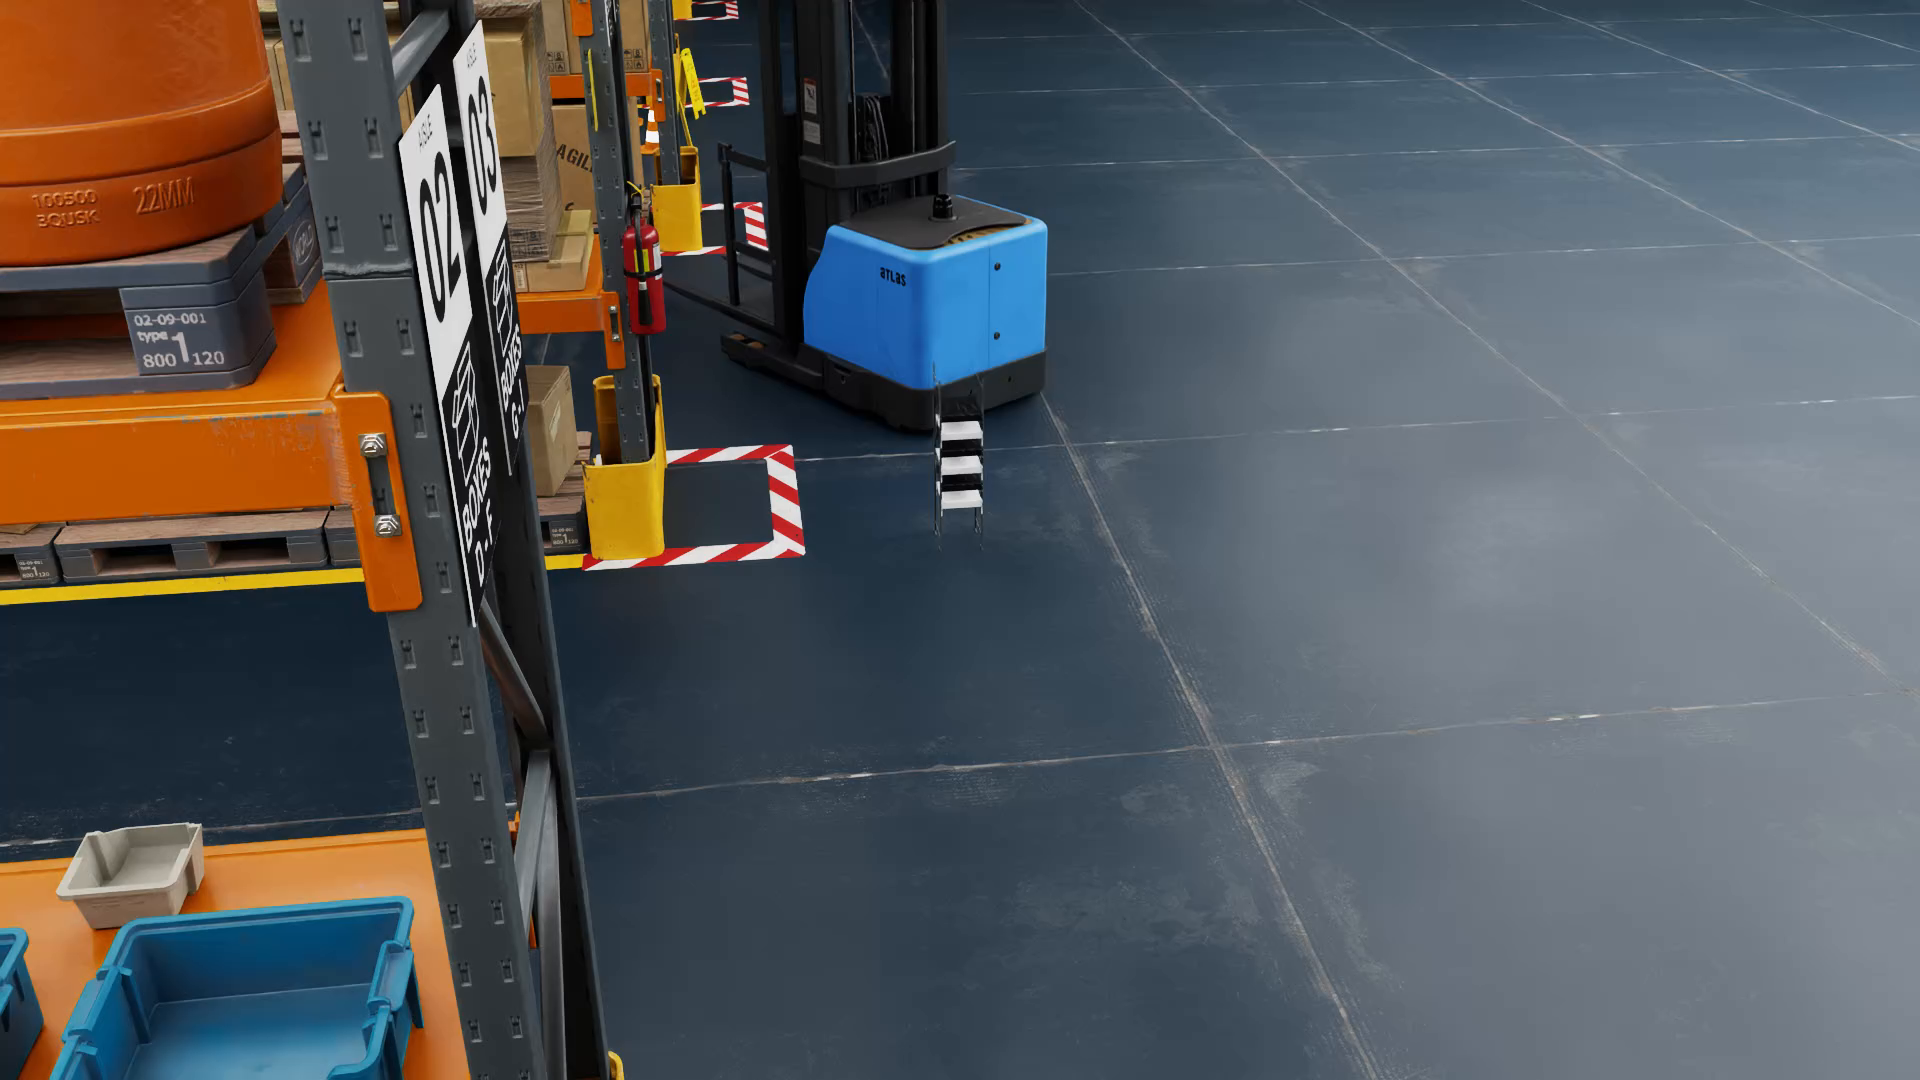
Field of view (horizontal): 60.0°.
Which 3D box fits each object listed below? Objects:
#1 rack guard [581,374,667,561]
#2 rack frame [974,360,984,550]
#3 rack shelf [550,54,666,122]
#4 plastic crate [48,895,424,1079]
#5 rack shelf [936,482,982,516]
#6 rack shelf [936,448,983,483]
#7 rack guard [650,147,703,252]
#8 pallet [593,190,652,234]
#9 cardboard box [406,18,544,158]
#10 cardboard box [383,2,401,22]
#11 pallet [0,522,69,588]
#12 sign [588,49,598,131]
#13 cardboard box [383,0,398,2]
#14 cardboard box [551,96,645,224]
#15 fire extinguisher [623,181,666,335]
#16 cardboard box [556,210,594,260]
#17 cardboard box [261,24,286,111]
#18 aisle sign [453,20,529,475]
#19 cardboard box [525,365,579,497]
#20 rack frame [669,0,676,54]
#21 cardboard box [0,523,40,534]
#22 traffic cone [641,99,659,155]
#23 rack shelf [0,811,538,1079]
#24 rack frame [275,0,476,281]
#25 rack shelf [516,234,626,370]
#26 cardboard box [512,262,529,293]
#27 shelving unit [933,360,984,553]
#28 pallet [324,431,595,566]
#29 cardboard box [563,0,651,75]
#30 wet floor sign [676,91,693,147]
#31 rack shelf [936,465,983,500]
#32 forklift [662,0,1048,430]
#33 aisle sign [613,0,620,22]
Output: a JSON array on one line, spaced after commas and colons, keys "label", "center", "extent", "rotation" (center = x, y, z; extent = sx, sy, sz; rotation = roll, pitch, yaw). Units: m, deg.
[{"label": "rack guard", "center": [-1.695, -0.393, 8.469], "extent": [0.348, 0.500, 1.175], "rotation": [-4, 27, -7]}, {"label": "rack frame", "center": [0.093, -0.406, 8.056], "extent": [0.006, 0.900, 0.240], "rotation": [-4, 27, -7]}, {"label": "rack shelf", "center": [-4.191, -3.312, 12.206], "extent": [4.000, 0.370, 1.077], "rotation": [-4, 27, -7]}, {"label": "plastic crate", "center": [-1.383, 0.962, 3.252], "extent": [0.616, 0.251, 0.499], "rotation": [-4, 27, -7]}, {"label": "rack shelf", "center": [-0.008, -0.210, 8.141], "extent": [0.200, 0.077, 0.258], "rotation": [-4, 27, -7]}, {"label": "rack shelf", "center": [-0.008, -0.370, 8.059], "extent": [0.200, 0.077, 0.258], "rotation": [-4, 27, -7]}, {"label": "rack guard", "center": [-2.187, -2.648, 12.863], "extent": [0.348, 0.500, 1.175], "rotation": [-4, 27, -7]}, {"label": "pallet", "center": [-2.991, -2.432, 12.758], "extent": [1.213, 0.211, 1.003], "rotation": [-4, 27, -7]}, {"label": "cardboard box", "center": [-2.130, -1.985, 7.302], "extent": [0.500, 0.500, 0.500], "rotation": [-4, 27, -7]}, {"label": "cardboard box", "center": [-2.698, -2.191, 7.705], "extent": [0.500, 0.500, 0.500], "rotation": [-4, 27, -7]}, {"label": "pallet", "center": [-4.920, -0.074, 8.163], "extent": [1.213, 0.211, 1.003], "rotation": [-4, 27, -7]}, {"label": "sign", "center": [-1.562, -1.914, 7.079], "extent": [0.005, 0.325, 0.100], "rotation": [-4, 27, -7]}, {"label": "cardboard box", "center": [-4.204, -3.705, 12.021], "extent": [0.500, 0.550, 0.875], "rotation": [-4, 27, -7]}, {"label": "cardboard box", "center": [-2.873, -2.927, 12.537], "extent": [0.875, 0.875, 0.875], "rotation": [-4, 27, -7]}, {"label": "fire extinguisher", "center": [-1.442, -1.275, 7.533], "extent": [0.183, 0.674, 0.296], "rotation": [-4, 27, -7]}, {"label": "cardboard box", "center": [-1.935, -1.488, 8.139], "extent": [0.250, 0.149, 0.380], "rotation": [-4, 27, -7]}, {"label": "cardboard box", "center": [-3.119, -1.920, 7.176], "extent": [0.500, 0.500, 0.500], "rotation": [-4, 27, -7]}, {"label": "aisle sign", "center": [-0.899, -0.565, 3.217], "extent": [0.004, 0.787, 0.394], "rotation": [-4, 27, -7]}, {"label": "cardboard box", "center": [-2.240, -0.553, 8.320], "extent": [0.500, 0.500, 0.500], "rotation": [1, 27, 2]}, {"label": "rack frame", "center": [-3.000, -5.990, 16.638], "extent": [0.127, 3.000, 1.000], "rotation": [-4, 27, -7]}, {"label": "cardboard box", "center": [-4.613, -0.378, 7.978], "extent": [0.500, 0.500, 0.500], "rotation": [5, 28, 9]}, {"label": "traffic cone", "center": [-2.755, -3.771, 15.092], "extent": [0.334, 0.463, 0.336], "rotation": [-4, 27, -7]}, {"label": "rack shelf", "center": [-2.910, 1.176, 3.460], "extent": [4.000, 0.370, 1.077], "rotation": [-4, 27, -7]}, {"label": "rack frame", "center": [-0.929, -1.940, 2.174], "extent": [0.127, 3.000, 1.000], "rotation": [-4, 27, -7]}, {"label": "rack shelf", "center": [-3.600, -1.063, 7.824], "extent": [4.000, 0.370, 1.077], "rotation": [-4, 27, -7]}, {"label": "cardboard box", "center": [-2.121, -1.271, 7.717], "extent": [0.250, 0.149, 0.380], "rotation": [-4, 27, -7]}, {"label": "shelving unit", "center": [-0.008, -0.400, 8.044], "extent": [0.210, 0.900, 0.258], "rotation": [-4, 27, -7]}, {"label": "pallet", "center": [-2.504, -0.229, 8.465], "extent": [1.213, 0.211, 1.003], "rotation": [-4, 27, -7]}, {"label": "cardboard box", "center": [-2.572, -3.781, 12.170], "extent": [0.550, 0.550, 0.875], "rotation": [-4, 27, -7]}, {"label": "wet floor sign", "center": [-2.458, -3.608, 14.575], "extent": [0.232, 0.644, 0.267], "rotation": [-8, 28, -16]}, {"label": "rack shelf", "center": [-0.008, -0.290, 8.100], "extent": [0.200, 0.077, 0.258], "rotation": [-4, 27, -7]}, {"label": "forklift", "center": [-0.851, -2.505, 9.921], "extent": [1.130, 2.935, 3.031], "rotation": [-23, 35, -37]}, {"label": "aisle sign", "center": [-1.600, -2.806, 7.586], "extent": [0.004, 0.787, 0.394], "rotation": [-4, 27, -7]}]
